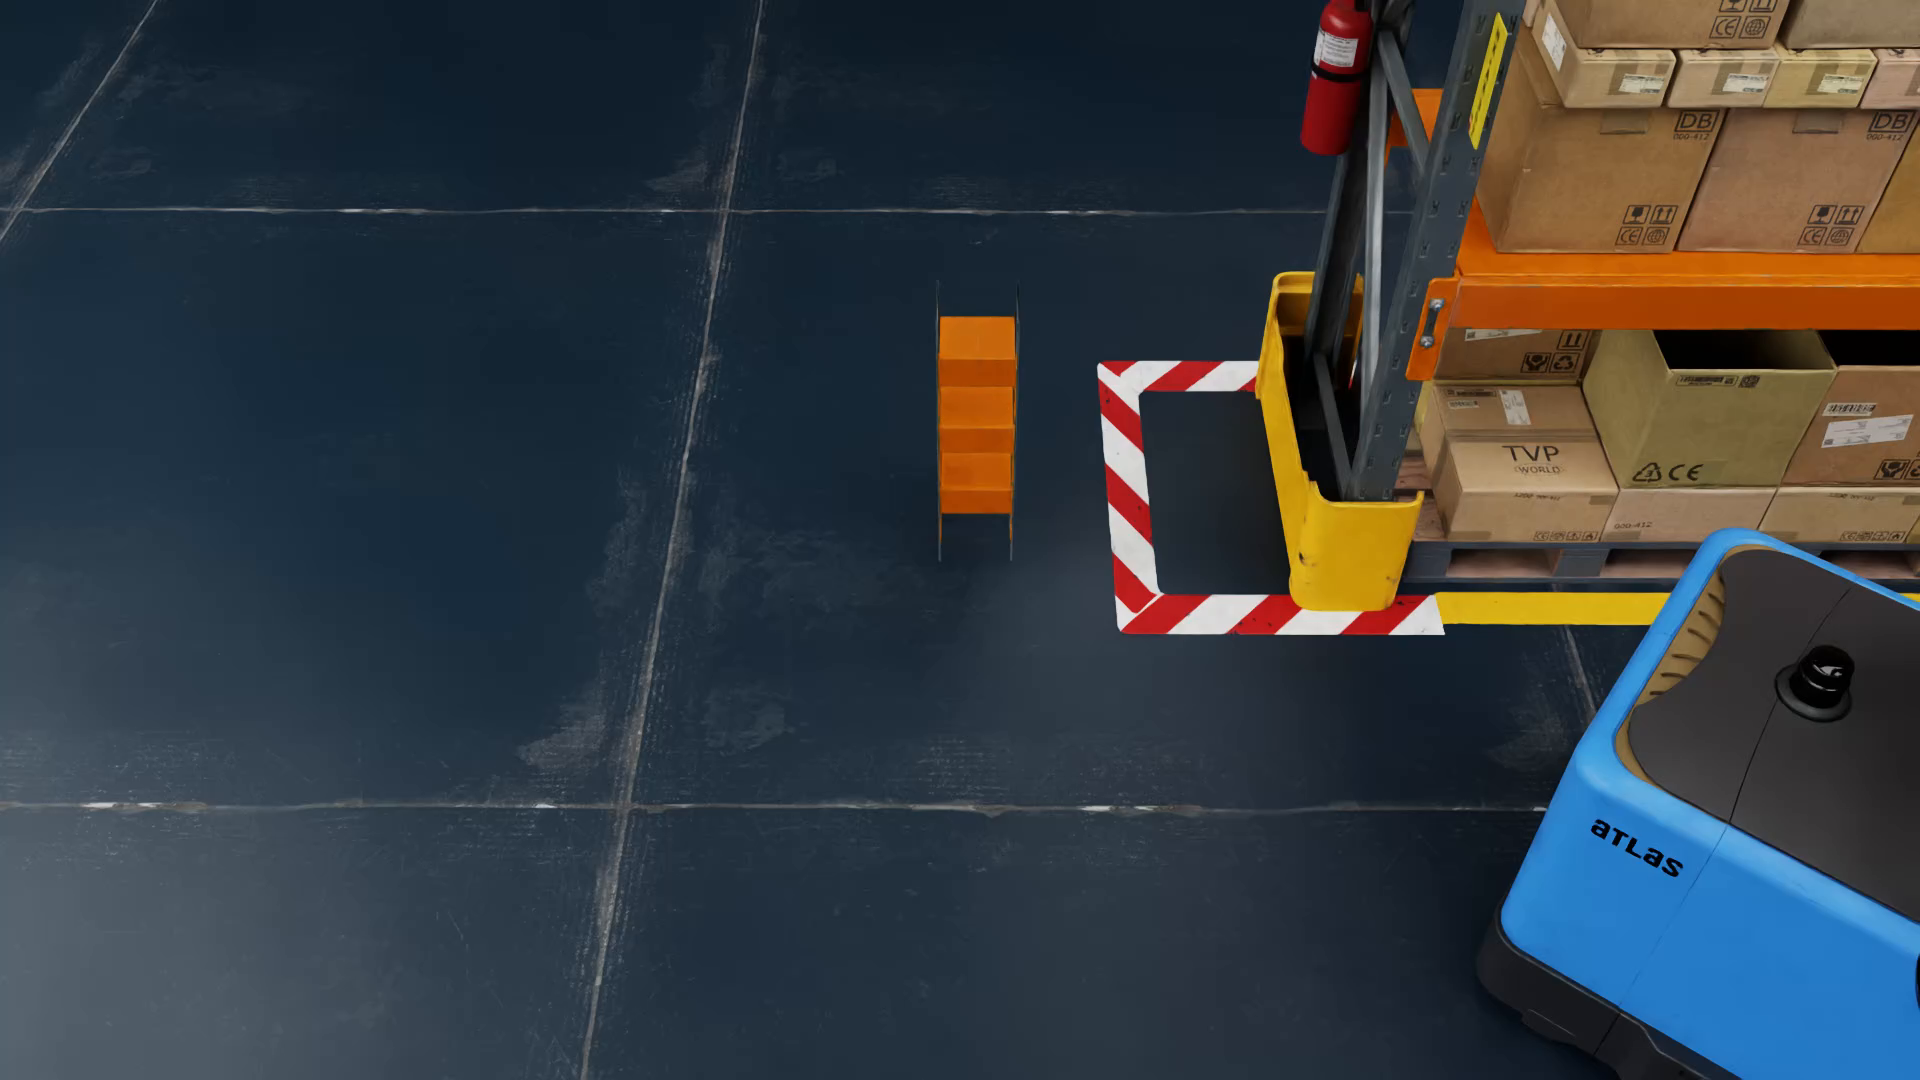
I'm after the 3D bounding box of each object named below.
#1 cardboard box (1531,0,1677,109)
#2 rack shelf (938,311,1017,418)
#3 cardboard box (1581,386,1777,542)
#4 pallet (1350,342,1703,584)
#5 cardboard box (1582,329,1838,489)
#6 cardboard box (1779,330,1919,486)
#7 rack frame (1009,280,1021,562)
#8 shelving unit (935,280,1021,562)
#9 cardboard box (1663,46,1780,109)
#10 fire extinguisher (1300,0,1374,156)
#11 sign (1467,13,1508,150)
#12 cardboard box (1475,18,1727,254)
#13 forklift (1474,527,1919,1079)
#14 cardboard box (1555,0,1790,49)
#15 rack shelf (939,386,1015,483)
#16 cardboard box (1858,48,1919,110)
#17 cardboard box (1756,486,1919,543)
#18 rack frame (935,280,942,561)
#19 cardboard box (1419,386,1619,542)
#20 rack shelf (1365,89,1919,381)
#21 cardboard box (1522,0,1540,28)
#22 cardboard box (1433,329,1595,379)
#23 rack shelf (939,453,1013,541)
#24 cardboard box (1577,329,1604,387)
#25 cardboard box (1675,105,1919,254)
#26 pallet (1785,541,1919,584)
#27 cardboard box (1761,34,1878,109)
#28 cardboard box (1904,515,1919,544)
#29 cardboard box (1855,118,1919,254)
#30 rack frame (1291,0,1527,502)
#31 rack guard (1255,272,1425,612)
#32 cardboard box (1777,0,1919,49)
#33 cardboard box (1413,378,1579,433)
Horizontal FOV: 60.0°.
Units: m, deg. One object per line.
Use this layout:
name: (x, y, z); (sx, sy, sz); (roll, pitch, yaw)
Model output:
cardboard box: (1.700, -1.310, 4.409); (0.250, 0.149, 0.380); (0, 47, 0)
rack shelf: (0.054, -0.544, 5.166); (0.240, 0.259, 0.215); (0, 47, 0)
cardboard box: (2.344, -0.257, 5.532); (0.500, 0.250, 0.500); (0, 47, 0)
pallet: (2.074, -0.293, 5.878); (1.213, 0.211, 1.003); (0, 47, 0)
cardboard box: (2.344, -0.512, 5.256); (0.500, 0.500, 0.500); (0, 47, 0)
cardboard box: (2.844, -0.520, 5.264); (0.500, 0.500, 0.500); (0, 47, 0)
rack frame: (0.176, -0.357, 5.365); (0.008, 1.050, 0.200); (0, 47, 0)
shelving unit: (0.054, -0.358, 5.366); (0.252, 1.050, 0.215); (0, 47, 0)
cardboard box: (1.964, -1.312, 4.410); (0.250, 0.149, 0.380); (-1, 47, -1)
fire extinguisher: (1.192, -1.528, 5.176); (0.183, 0.674, 0.296); (0, 47, 0)
sign: (1.301, -1.130, 4.107); (0.005, 0.325, 0.100); (0, 47, 0)
cardboard box: (1.776, -1.237, 4.784); (0.500, 0.500, 0.700); (0, 47, 0)
forklift: (2.892, 0.608, 3.181); (3.031, 2.935, 1.130); (29, 53, 24)
cardboard box: (1.828, -1.679, 4.309); (0.500, 0.500, 0.700); (0, 47, 0)
rack shelf: (0.054, -0.350, 5.373); (0.240, 0.259, 0.215); (0, 47, 0)
cardboard box: (2.466, -1.308, 4.407); (0.250, 0.149, 0.380); (0, 47, 0)
cardboard box: (2.844, -0.256, 5.530); (0.500, 0.250, 0.500); (0, 47, 0)
rack frame: (-0.068, -0.358, 5.366); (0.008, 1.050, 0.200); (0, 47, 0)
cardboard box: (1.844, -0.256, 5.531); (0.500, 0.250, 0.500); (0, 47, 0)
rack shelf: (3.309, -0.964, 5.089); (4.000, 0.370, 1.077); (0, 47, 0)
cardboard box: (1.692, -1.608, 4.686); (0.250, 0.149, 0.380); (-1, 47, -1)
cardboard box: (1.846, -0.892, 5.610); (0.500, 0.500, 0.500); (0, 47, 0)
rack shelf: (0.054, -0.161, 5.577); (0.240, 0.259, 0.215); (0, 47, 0)
cardboard box: (2.346, -0.643, 5.890); (0.500, 0.250, 0.500); (0, 47, 0)
cardboard box: (2.301, -1.240, 4.786); (0.500, 0.500, 0.700); (1, 47, 1)
pallet: (3.291, -0.287, 5.873); (1.213, 0.211, 1.003); (0, 47, 0)
cardboard box: (2.214, -1.310, 4.409); (0.250, 0.149, 0.380); (0, 47, 0)
cardboard box: (3.344, -0.251, 5.526); (0.500, 0.250, 0.500); (0, 47, 0)
cardboard box: (2.797, -1.234, 4.781); (0.500, 0.500, 0.700); (0, 47, 0)
rack frame: (1.309, -1.214, 4.831); (0.127, 3.000, 1.000); (0, 47, 0)
rack guard: (1.285, -0.362, 5.746); (0.348, 0.500, 1.175); (0, 47, 0)
cardboard box: (2.354, -1.682, 4.312); (0.500, 0.500, 0.700); (-1, 47, -1)
cardboard box: (1.846, -0.635, 5.884); (0.500, 0.250, 0.500); (0, 47, 0)
